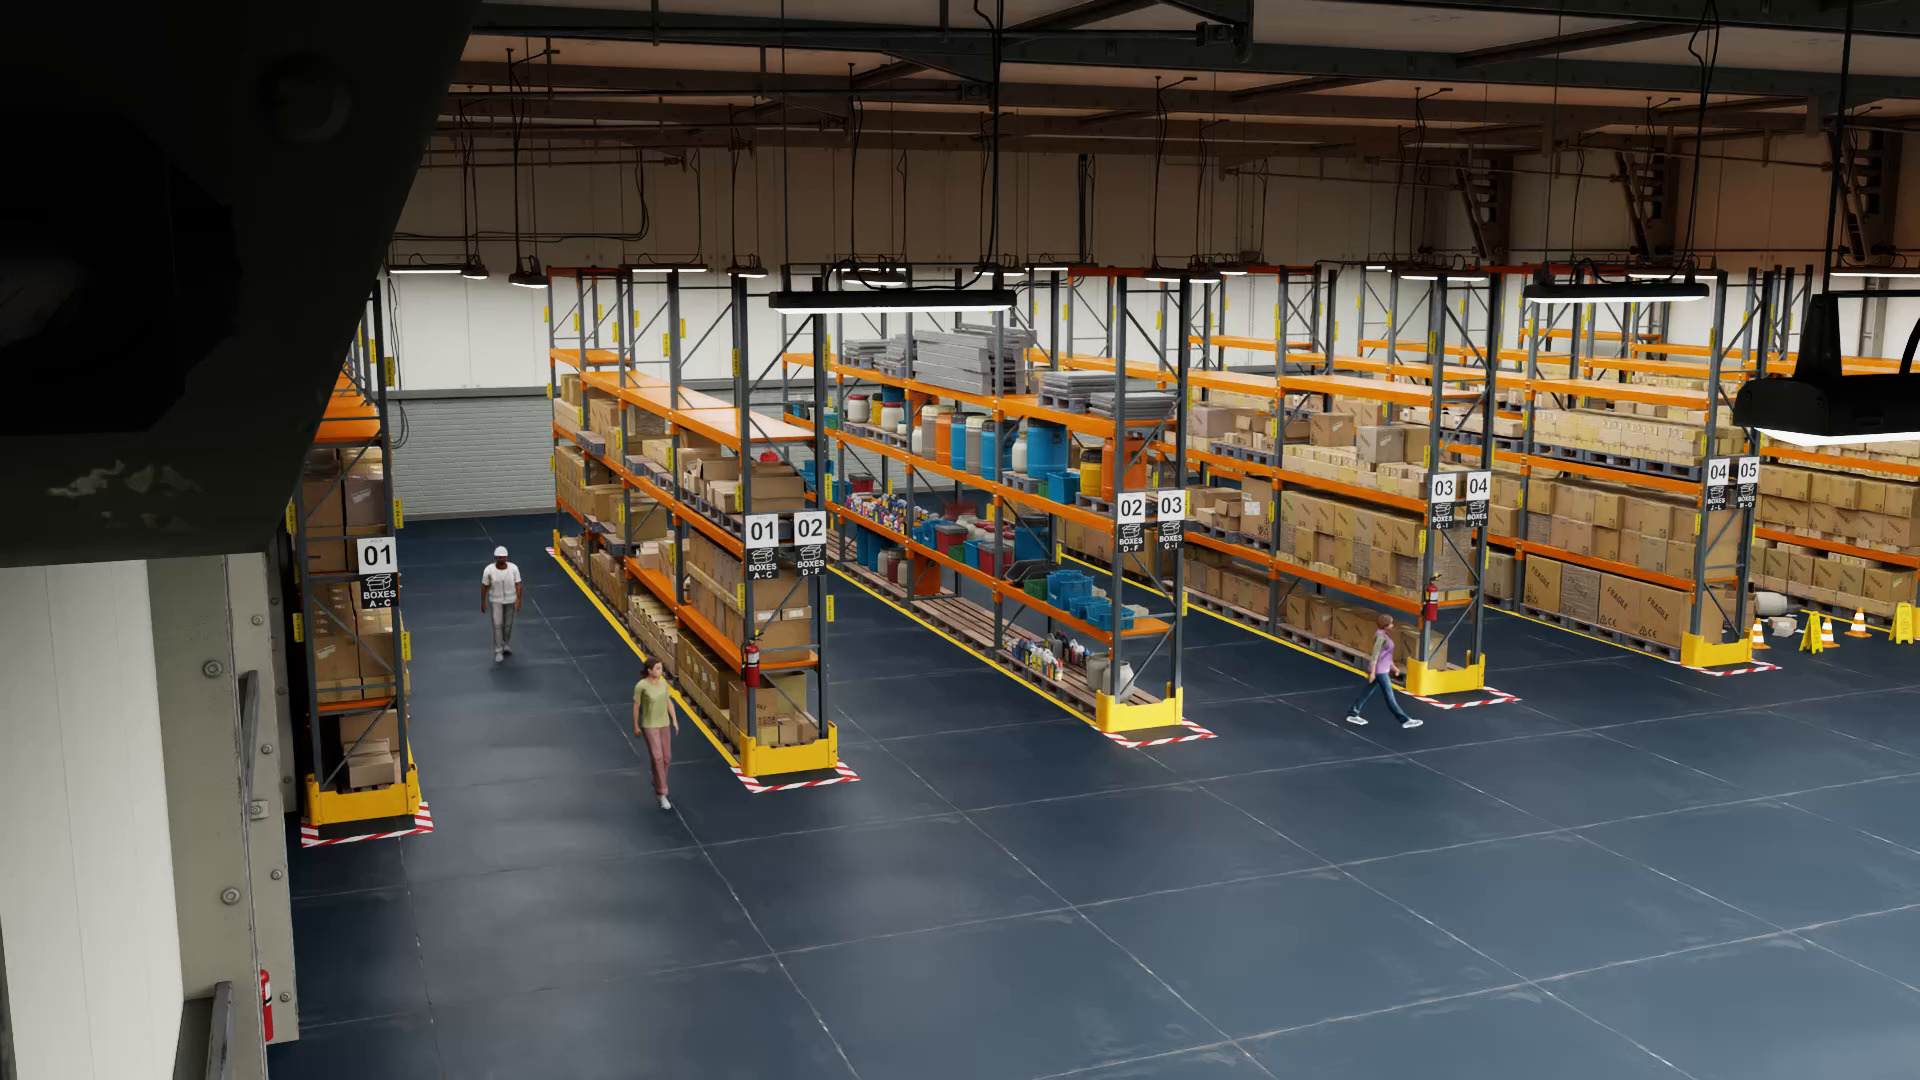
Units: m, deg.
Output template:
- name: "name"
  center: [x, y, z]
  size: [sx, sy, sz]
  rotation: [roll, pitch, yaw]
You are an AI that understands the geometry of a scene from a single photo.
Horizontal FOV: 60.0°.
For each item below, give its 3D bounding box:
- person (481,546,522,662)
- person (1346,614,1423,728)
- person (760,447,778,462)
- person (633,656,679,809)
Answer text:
- name: "person"
  center: [-7.153, 0.961, 26.028]
  size: [0.610, 1.722, 0.925]
  rotation: [-5, 11, -28]
- name: "person"
  center: [5.665, 1.735, 22.126]
  size: [0.992, 1.538, 0.454]
  rotation: [2, 10, 12]
- name: "person"
  center: [-4.614, -1.451, 40.056]
  size: [0.593, 1.782, 0.493]
  rotation: [9, 13, 41]
- name: "person"
  center: [-3.456, 2.204, 19.266]
  size: [0.466, 1.687, 0.690]
  rotation: [-9, 13, -42]
